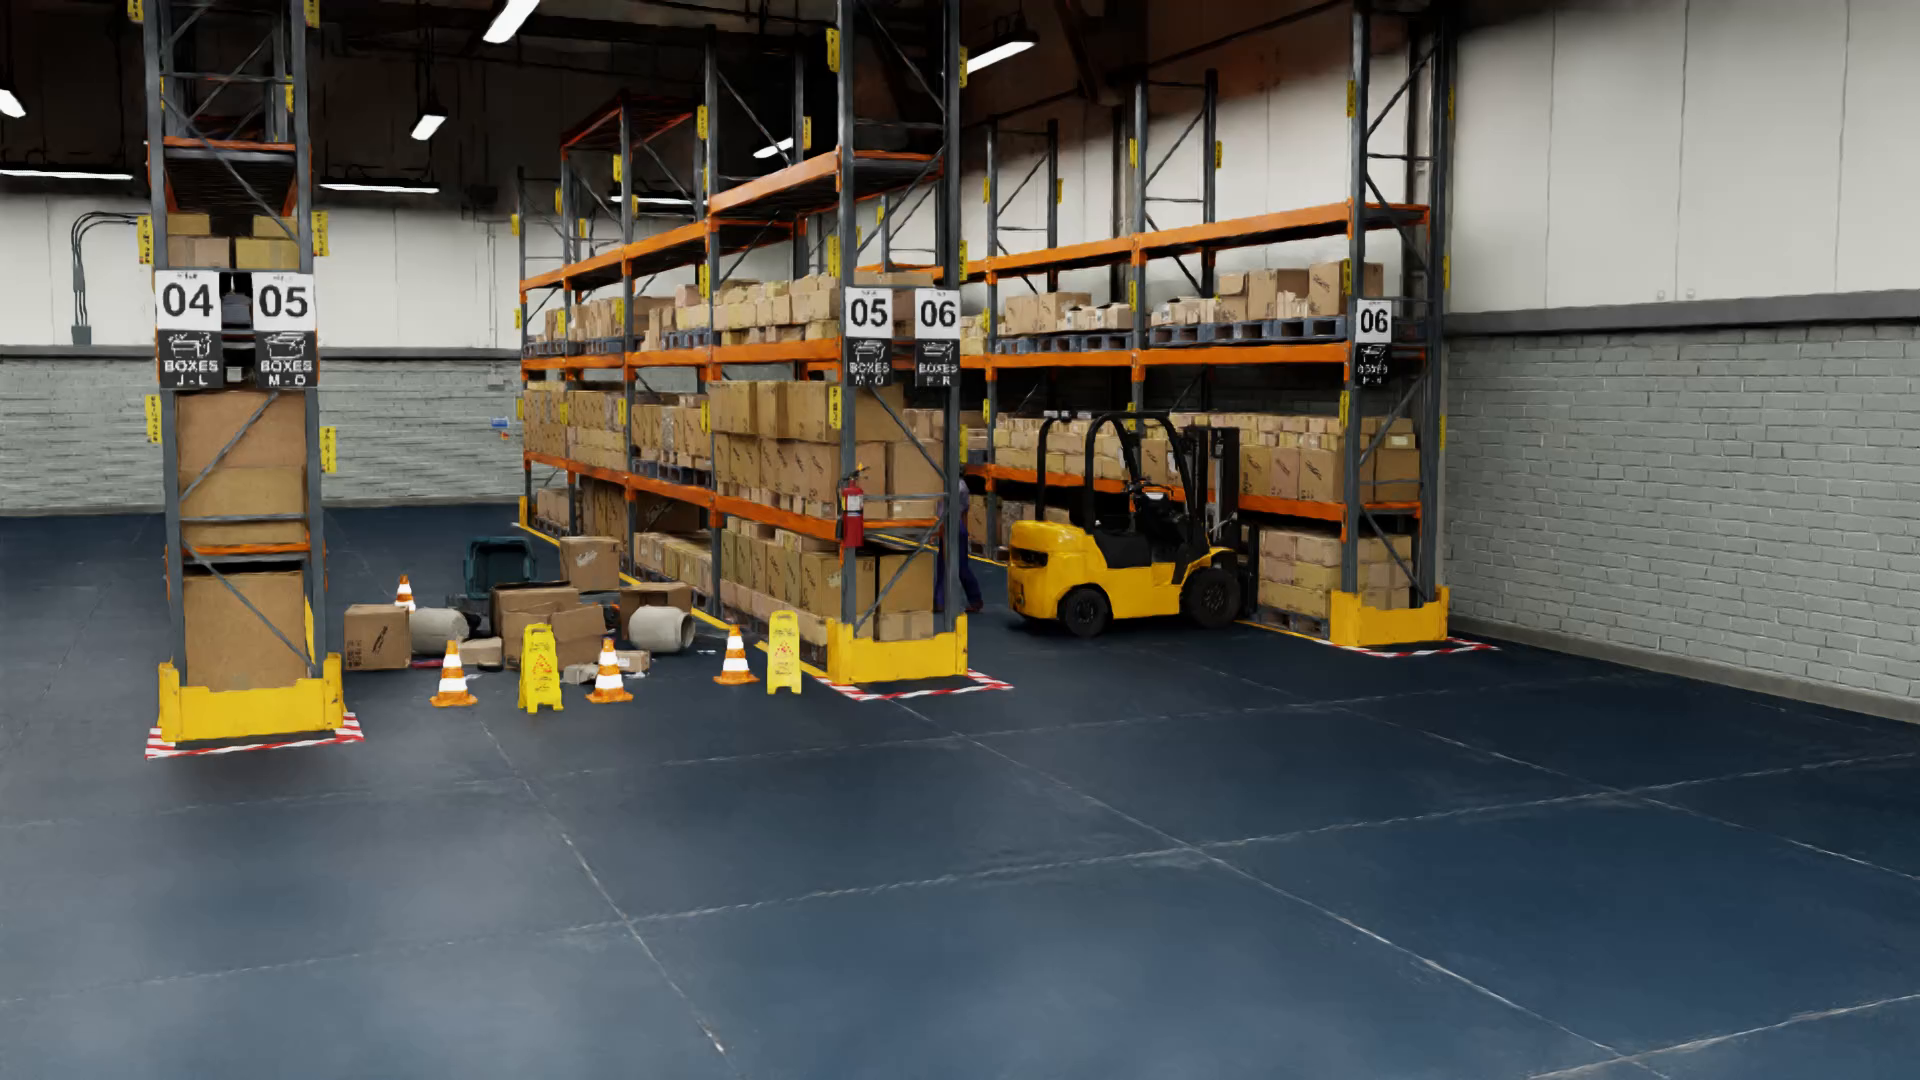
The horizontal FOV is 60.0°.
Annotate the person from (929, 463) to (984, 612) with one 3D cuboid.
[{"bbox_3d":[-0.089,-0.041,17.692,0.681,1.617,0.528,0,6,1],"label":"person"}]
